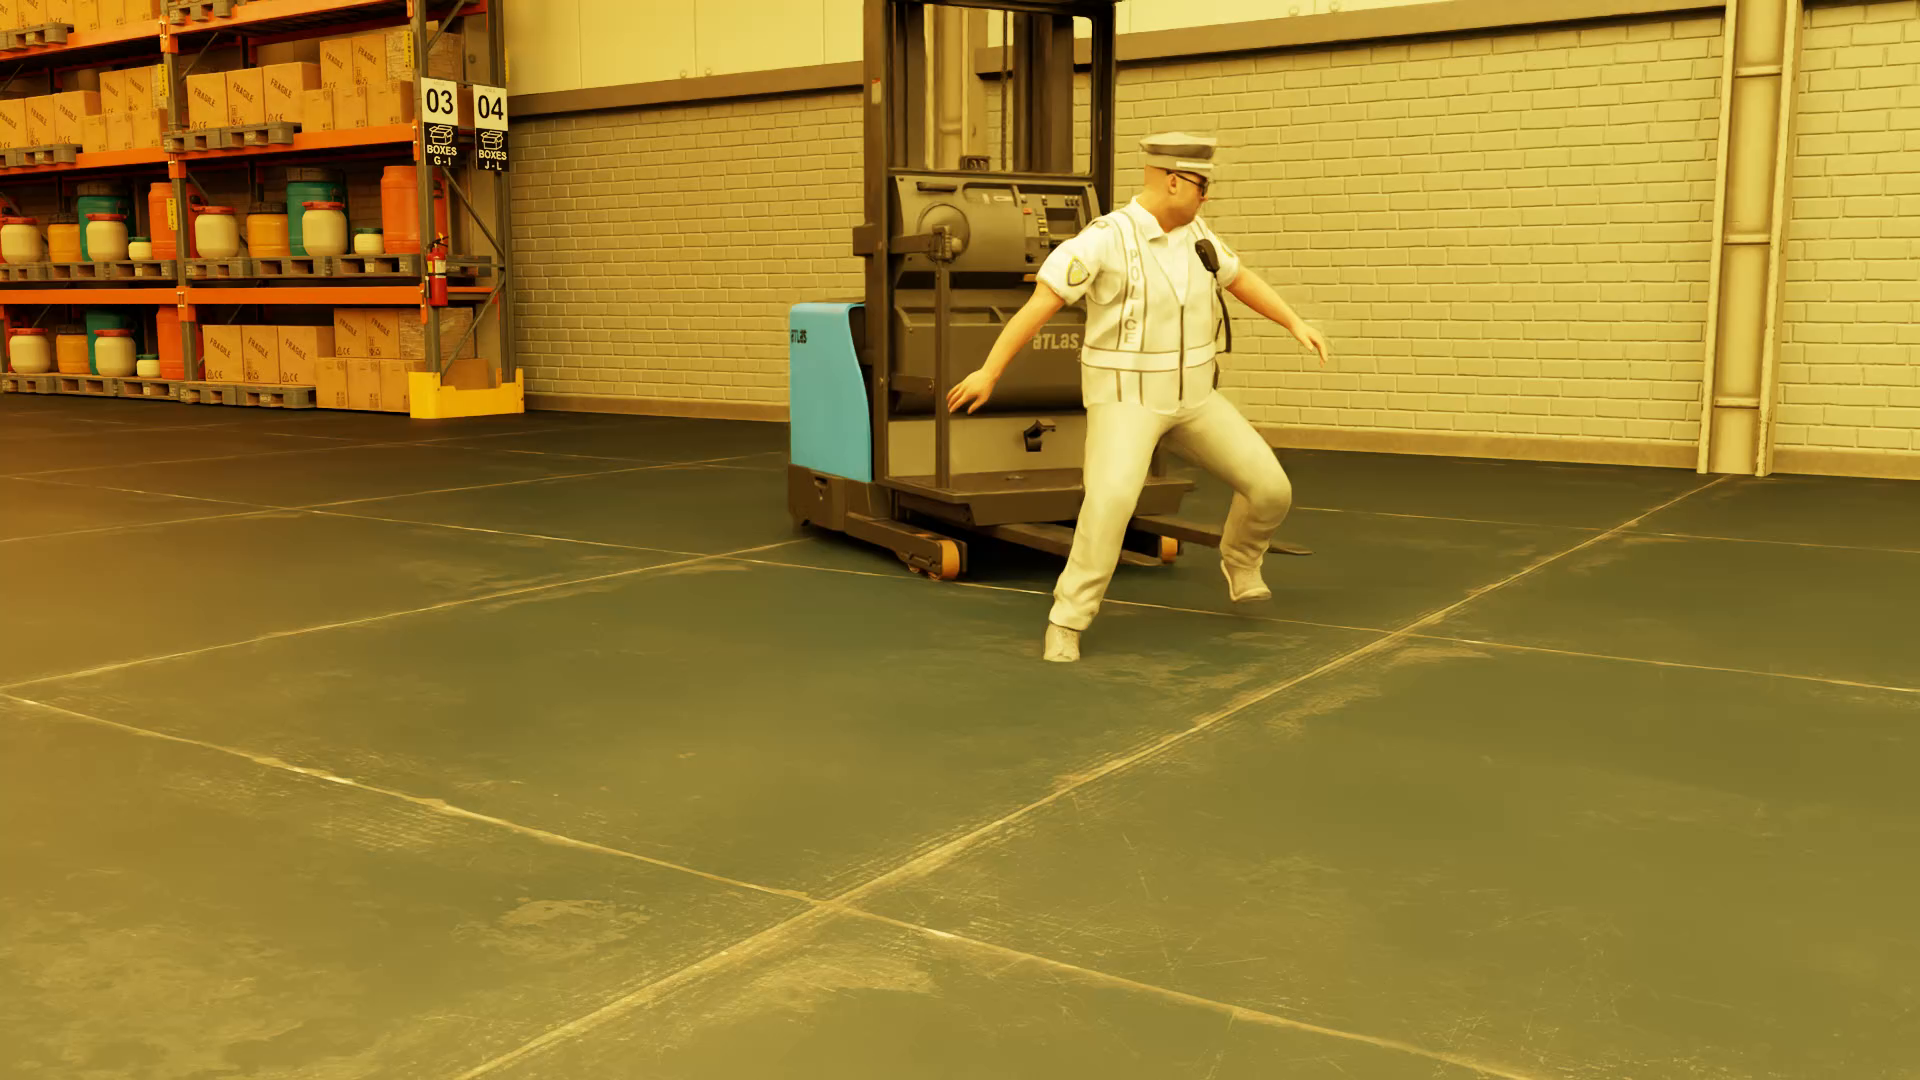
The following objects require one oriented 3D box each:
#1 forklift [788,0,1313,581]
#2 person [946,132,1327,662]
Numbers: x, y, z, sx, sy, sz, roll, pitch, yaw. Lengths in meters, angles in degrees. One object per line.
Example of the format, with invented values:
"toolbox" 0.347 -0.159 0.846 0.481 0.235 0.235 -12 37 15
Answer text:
"forklift" 0.263 -1.360 6.755 1.130 2.935 3.031 -4 9 -25
"person" 0.575 -0.424 5.272 1.186 1.686 0.559 -4 9 -26
